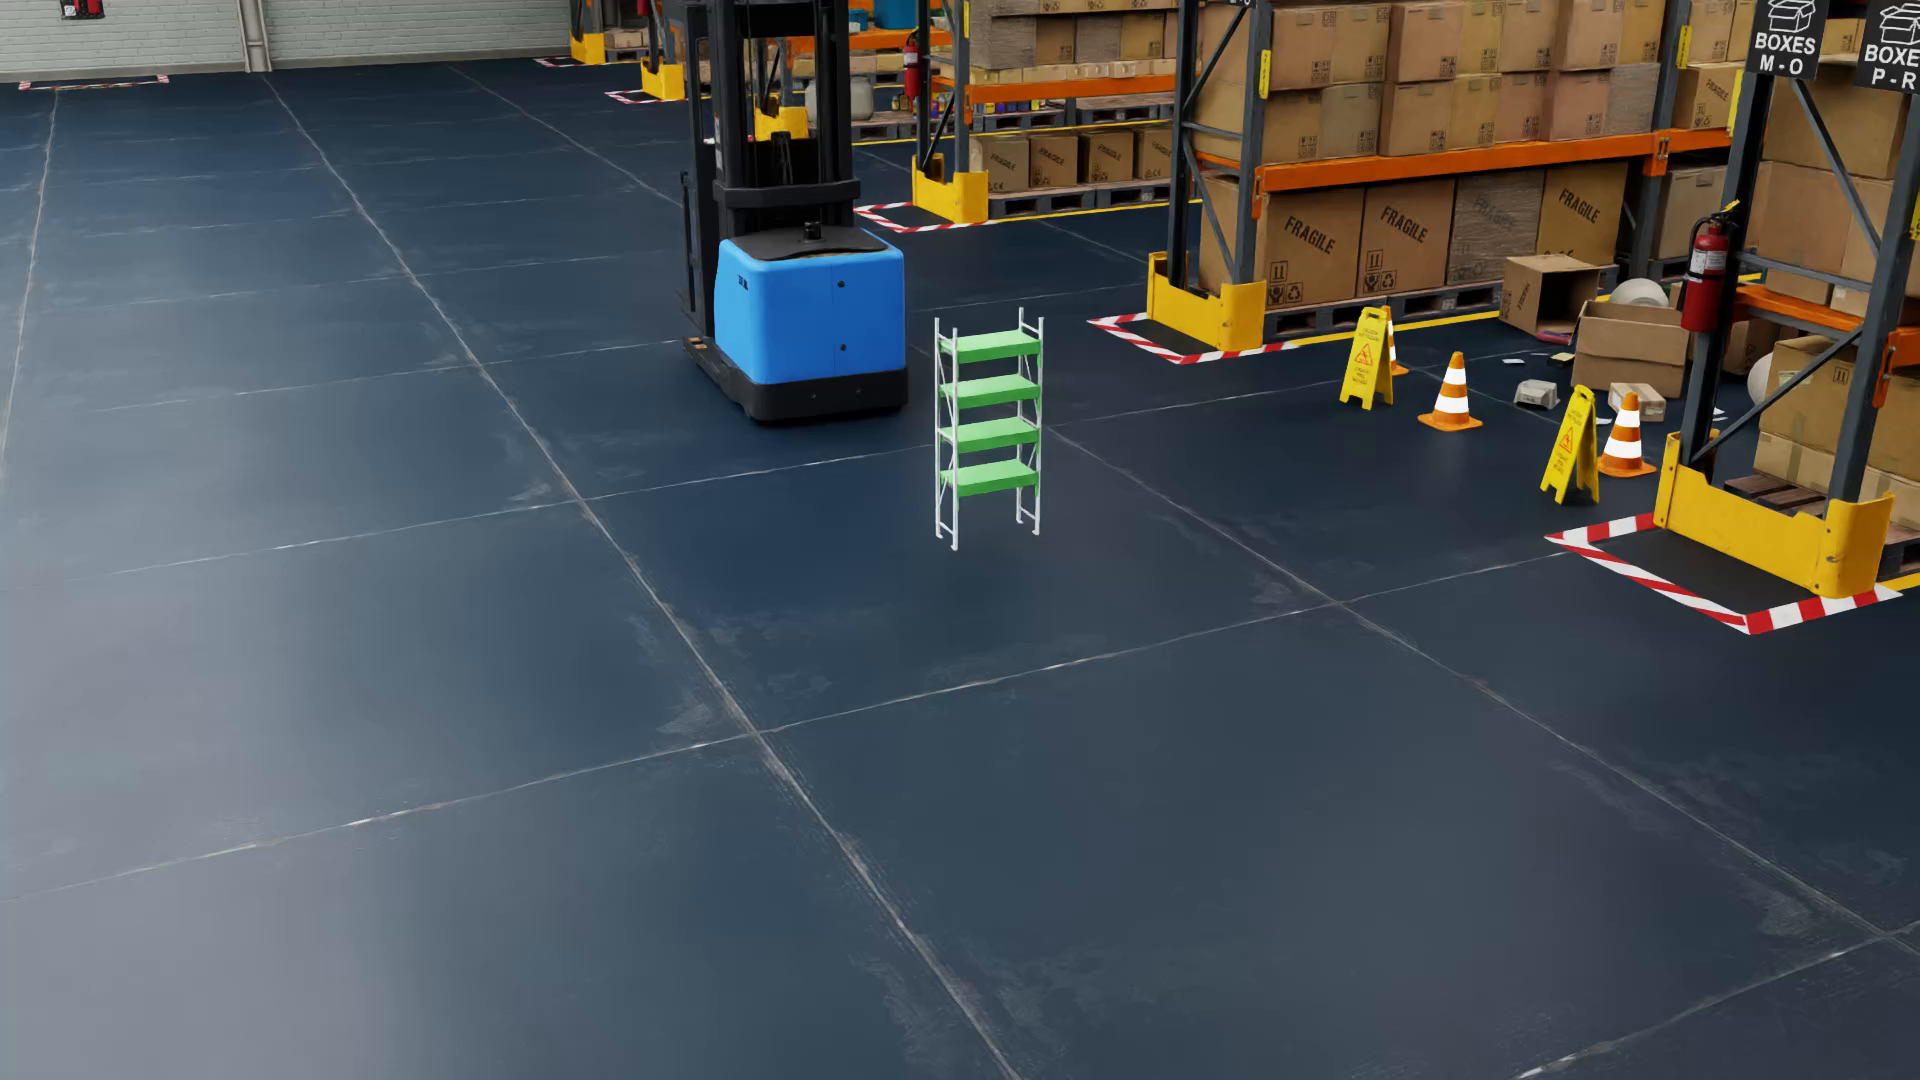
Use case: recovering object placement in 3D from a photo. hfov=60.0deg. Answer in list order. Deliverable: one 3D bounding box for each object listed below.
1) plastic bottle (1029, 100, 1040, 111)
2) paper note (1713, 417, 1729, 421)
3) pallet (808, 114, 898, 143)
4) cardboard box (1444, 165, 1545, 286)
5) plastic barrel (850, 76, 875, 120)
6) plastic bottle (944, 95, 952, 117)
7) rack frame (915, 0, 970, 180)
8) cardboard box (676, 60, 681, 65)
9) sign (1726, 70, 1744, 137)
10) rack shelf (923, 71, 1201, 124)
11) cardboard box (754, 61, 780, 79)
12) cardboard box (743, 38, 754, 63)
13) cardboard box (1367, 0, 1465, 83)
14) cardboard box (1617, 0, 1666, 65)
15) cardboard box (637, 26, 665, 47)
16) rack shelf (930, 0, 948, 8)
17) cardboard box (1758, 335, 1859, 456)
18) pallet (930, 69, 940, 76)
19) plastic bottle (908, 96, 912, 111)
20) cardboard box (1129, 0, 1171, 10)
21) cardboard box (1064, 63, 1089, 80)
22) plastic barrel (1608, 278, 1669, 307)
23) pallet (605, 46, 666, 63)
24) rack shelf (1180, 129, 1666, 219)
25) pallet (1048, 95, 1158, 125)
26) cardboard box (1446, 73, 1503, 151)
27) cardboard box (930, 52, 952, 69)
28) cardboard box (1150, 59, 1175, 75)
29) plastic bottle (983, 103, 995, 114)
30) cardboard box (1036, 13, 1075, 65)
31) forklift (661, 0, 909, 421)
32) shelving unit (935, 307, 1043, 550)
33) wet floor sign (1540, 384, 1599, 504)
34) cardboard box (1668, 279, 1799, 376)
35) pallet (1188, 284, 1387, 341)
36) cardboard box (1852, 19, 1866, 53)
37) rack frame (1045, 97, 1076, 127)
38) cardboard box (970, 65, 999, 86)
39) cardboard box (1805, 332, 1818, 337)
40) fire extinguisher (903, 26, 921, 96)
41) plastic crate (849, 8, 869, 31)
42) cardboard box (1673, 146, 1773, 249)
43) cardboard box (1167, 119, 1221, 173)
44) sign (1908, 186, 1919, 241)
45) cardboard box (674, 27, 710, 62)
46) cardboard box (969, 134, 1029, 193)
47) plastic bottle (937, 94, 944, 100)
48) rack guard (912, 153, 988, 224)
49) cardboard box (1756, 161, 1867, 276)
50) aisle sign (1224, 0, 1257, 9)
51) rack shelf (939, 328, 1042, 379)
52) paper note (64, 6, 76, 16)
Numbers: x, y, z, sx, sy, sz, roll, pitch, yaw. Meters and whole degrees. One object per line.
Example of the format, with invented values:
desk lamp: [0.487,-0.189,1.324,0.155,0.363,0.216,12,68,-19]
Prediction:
plastic bottle: [0.989,-5.844,22.071,0.133,0.283,0.061,-9,24,-21]
paper note: [4.925,-0.784,10.778,0.123,0.001,0.032,-10,25,-24]
pallet: [-1.542,-5.299,21.424,1.213,0.211,1.003,-10,25,-24]
cardboard box: [4.080,-2.638,13.578,0.875,0.875,0.875,-10,25,-23]
plastic barrel: [-1.313,-5.689,21.424,0.421,0.512,0.421,0,22,0]
plastic bottle: [-0.157,-5.635,21.582,0.097,0.271,0.097,0,22,0]
rack frame: [-0.176,-4.719,16.377,0.127,3.000,1.000,-10,25,-24]
cardboard box: [-4.114,-7.248,25.532,0.500,0.250,0.500,-10,25,-24]
sign: [3.899,-2.179,8.314,0.005,0.325,0.100,-10,25,-24]
rack shelf: [1.626,-4.718,17.316,4.000,0.370,1.077,-10,25,-24]
cardboard box: [-2.990,-7.237,25.504,0.500,0.250,0.500,-10,25,-24]
cardboard box: [-3.440,-7.500,25.159,0.500,0.500,0.500,-10,25,-24]
cardboard box: [3.254,-3.779,12.496,0.550,0.550,0.875,-10,25,-24]
cardboard box: [5.141,-4.175,13.455,0.550,0.550,0.875,-10,25,-24]
cardboard box: [-5.445,-8.979,29.609,0.500,0.311,0.500,-8,24,-19]
rack shelf: [0.937,-8.797,27.168,4.000,0.370,1.077,-10,25,-24]
cardboard box: [4.730,-0.797,8.966,0.500,0.500,0.500,-10,25,-23]
pallet: [-0.218,-7.644,27.090,1.213,0.211,1.003,-10,25,-24]
plastic bottle: [-0.621,-5.859,22.116,0.135,0.276,0.152,-10,25,-23]
cardboard box: [1.789,-5.611,16.704,0.500,0.500,0.500,-10,25,-24]
cardboard box: [1.094,-4.727,16.724,0.250,0.149,0.380,-10,25,-24]
plastic barrel: [5.131,-1.749,12.571,0.421,0.421,0.512,6,23,13]
pallet: [-5.805,-8.687,29.608,1.213,0.211,1.003,-10,25,-24]
rack shelf: [3.686,-2.992,13.146,4.000,0.370,1.077,-10,25,-24]
pallet: [1.970,-5.945,22.983,1.213,0.211,1.003,-10,25,-24]
cardboard box: [3.703,-3.390,12.970,0.500,0.550,0.875,-10,25,-24]
cardboard box: [-0.394,-7.702,26.630,0.500,0.250,0.500,-11,25,-25]
cardboard box: [2.004,-4.886,17.108,0.250,0.149,0.380,-10,25,-24]
plastic bottle: [0.360,-5.777,21.821,0.185,0.351,0.144,-11,25,-24]
cardboard box: [0.730,-5.109,16.798,0.500,0.500,0.875,-10,25,-24]
forklift: [-1.360,-2.642,11.448,1.130,2.935,3.031,-9,24,-20]
shelving unit: [0.149,-0.582,8.735,0.503,1.200,0.258,-10,25,-24]
wet floor sign: [3.486,-0.553,9.391,0.232,0.644,0.267,-2,23,-5]
cardboard box: [5.445,-1.535,11.771,0.503,0.637,0.797,-10,25,-24]
pallet: [2.570,-1.864,13.126,1.213,0.211,1.003,-10,25,-24]
cardboard box: [7.767,-4.587,14.619,0.500,0.500,0.700,-11,25,-24]
rack frame: [1.280,-7.090,22.103,0.127,3.000,1.000,-10,25,-24]
cardboard box: [0.184,-4.568,16.340,0.250,0.149,0.380,-10,25,-24]
cardboard box: [6.061,-1.309,11.712,0.258,0.266,0.396,10,24,22]
fire extinguisher: [-0.479,-4.823,16.729,0.183,0.674,0.296,-10,25,-24]
plastic crate: [-1.416,-6.649,21.234,0.408,0.251,0.499,-10,25,-24]
cardboard box: [6.879,-3.104,14.867,0.750,0.750,1.050,-10,25,-24]
cardboard box: [2.537,-4.271,18.015,0.500,0.500,0.500,-3,23,-7]
sign: [4.357,-1.517,7.509,0.005,0.325,0.100,-10,25,-24]
cardboard box: [-4.115,-7.595,25.390,0.500,0.500,0.500,-10,25,-24]
cardboard box: [0.394,-3.856,17.011,0.500,0.500,0.500,-6,23,-14]
plastic bottle: [-0.256,-5.842,22.173,0.097,0.201,0.097,0,22,0]
rack guard: [-0.108,-3.577,16.885,0.348,0.500,1.175,-10,25,-24]
cardboard box: [4.491,-1.672,8.497,0.500,0.500,0.500,-11,25,-25]
aisle sign: [1.950,-4.079,11.431,0.004,0.787,0.394,-10,25,-24]
rack shelf: [0.149,-0.966,8.576,0.480,0.148,0.258,-10,25,-24]
paper note: [-14.205,-8.450,26.541,0.142,0.148,0.016,-10,25,-24]
